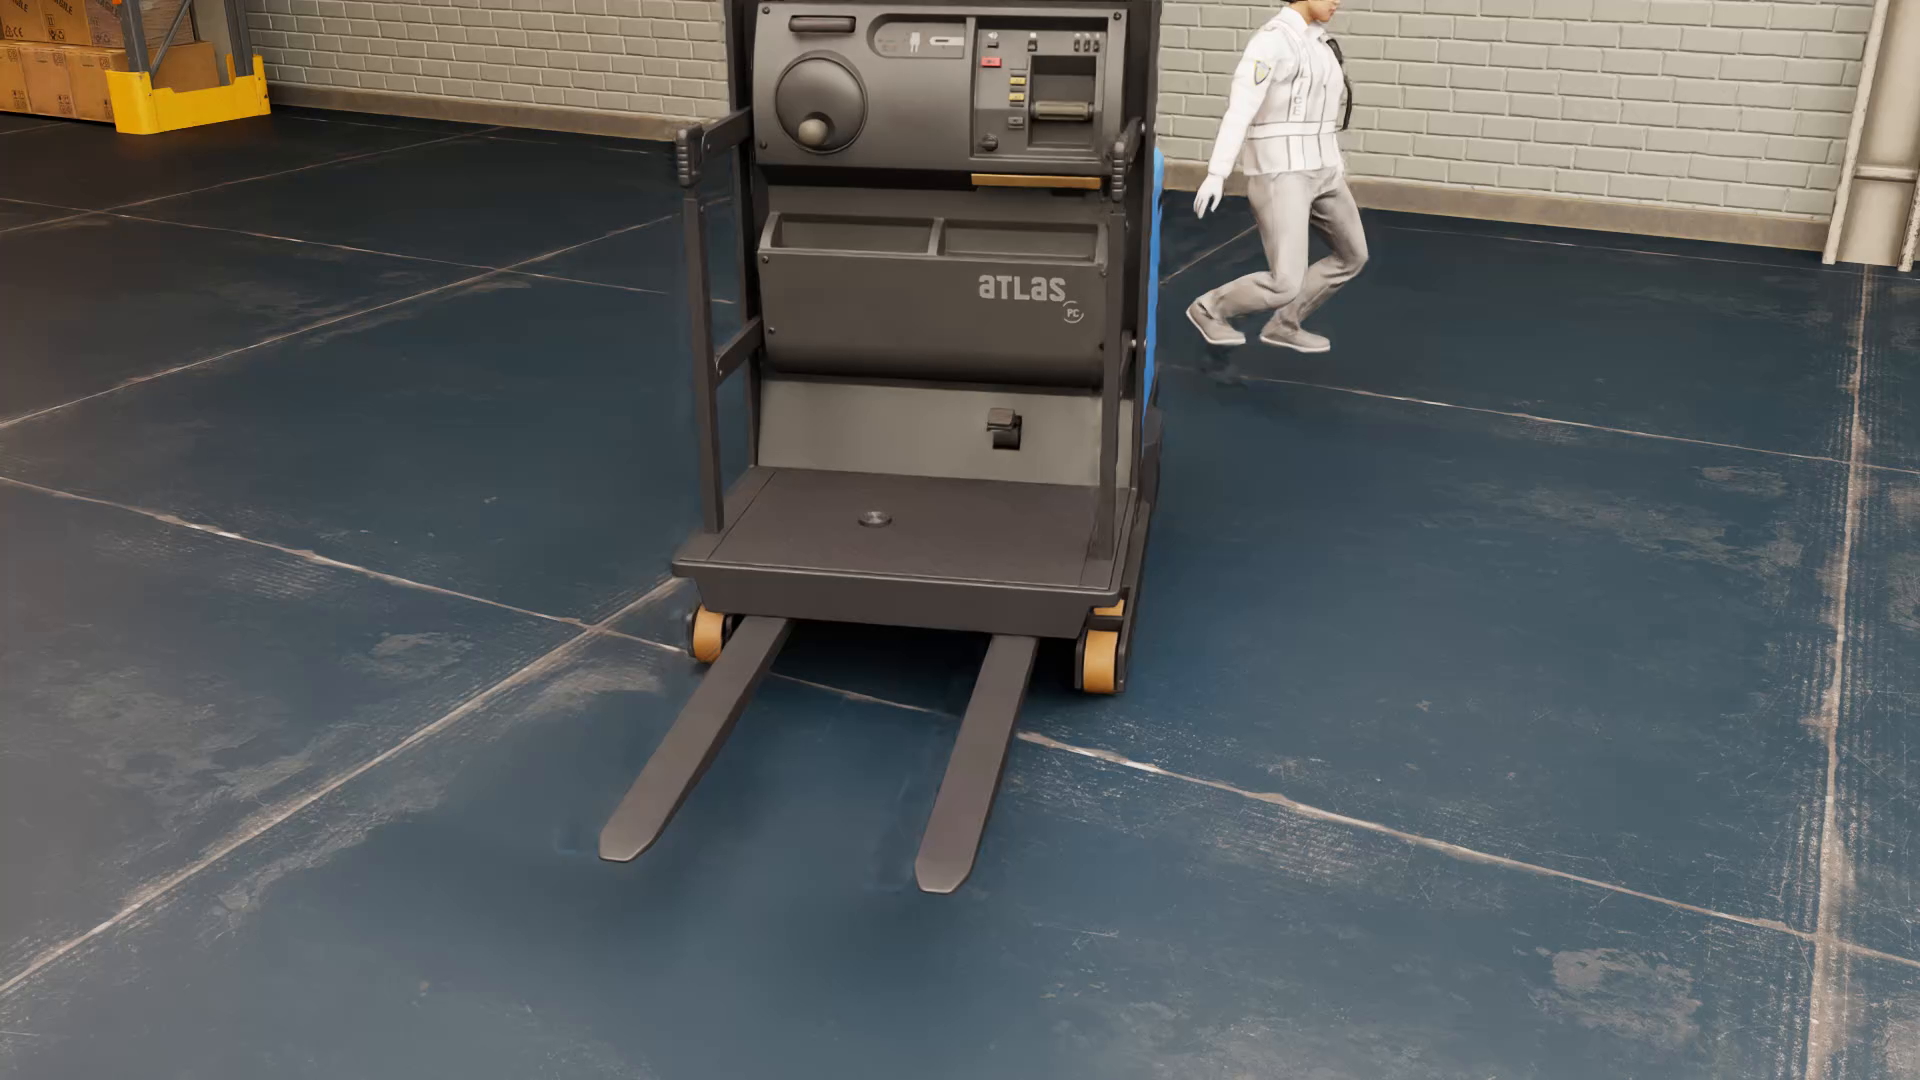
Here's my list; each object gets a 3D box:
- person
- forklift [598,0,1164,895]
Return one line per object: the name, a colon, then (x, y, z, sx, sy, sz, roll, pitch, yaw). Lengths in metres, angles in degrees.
person: (1.155, -1.363, 6.085, 0.513, 1.523, 0.796, 20, 30, 39)
forklift: (-0.090, -1.113, 3.935, 1.130, 2.935, 3.031, 4, 23, 9)
